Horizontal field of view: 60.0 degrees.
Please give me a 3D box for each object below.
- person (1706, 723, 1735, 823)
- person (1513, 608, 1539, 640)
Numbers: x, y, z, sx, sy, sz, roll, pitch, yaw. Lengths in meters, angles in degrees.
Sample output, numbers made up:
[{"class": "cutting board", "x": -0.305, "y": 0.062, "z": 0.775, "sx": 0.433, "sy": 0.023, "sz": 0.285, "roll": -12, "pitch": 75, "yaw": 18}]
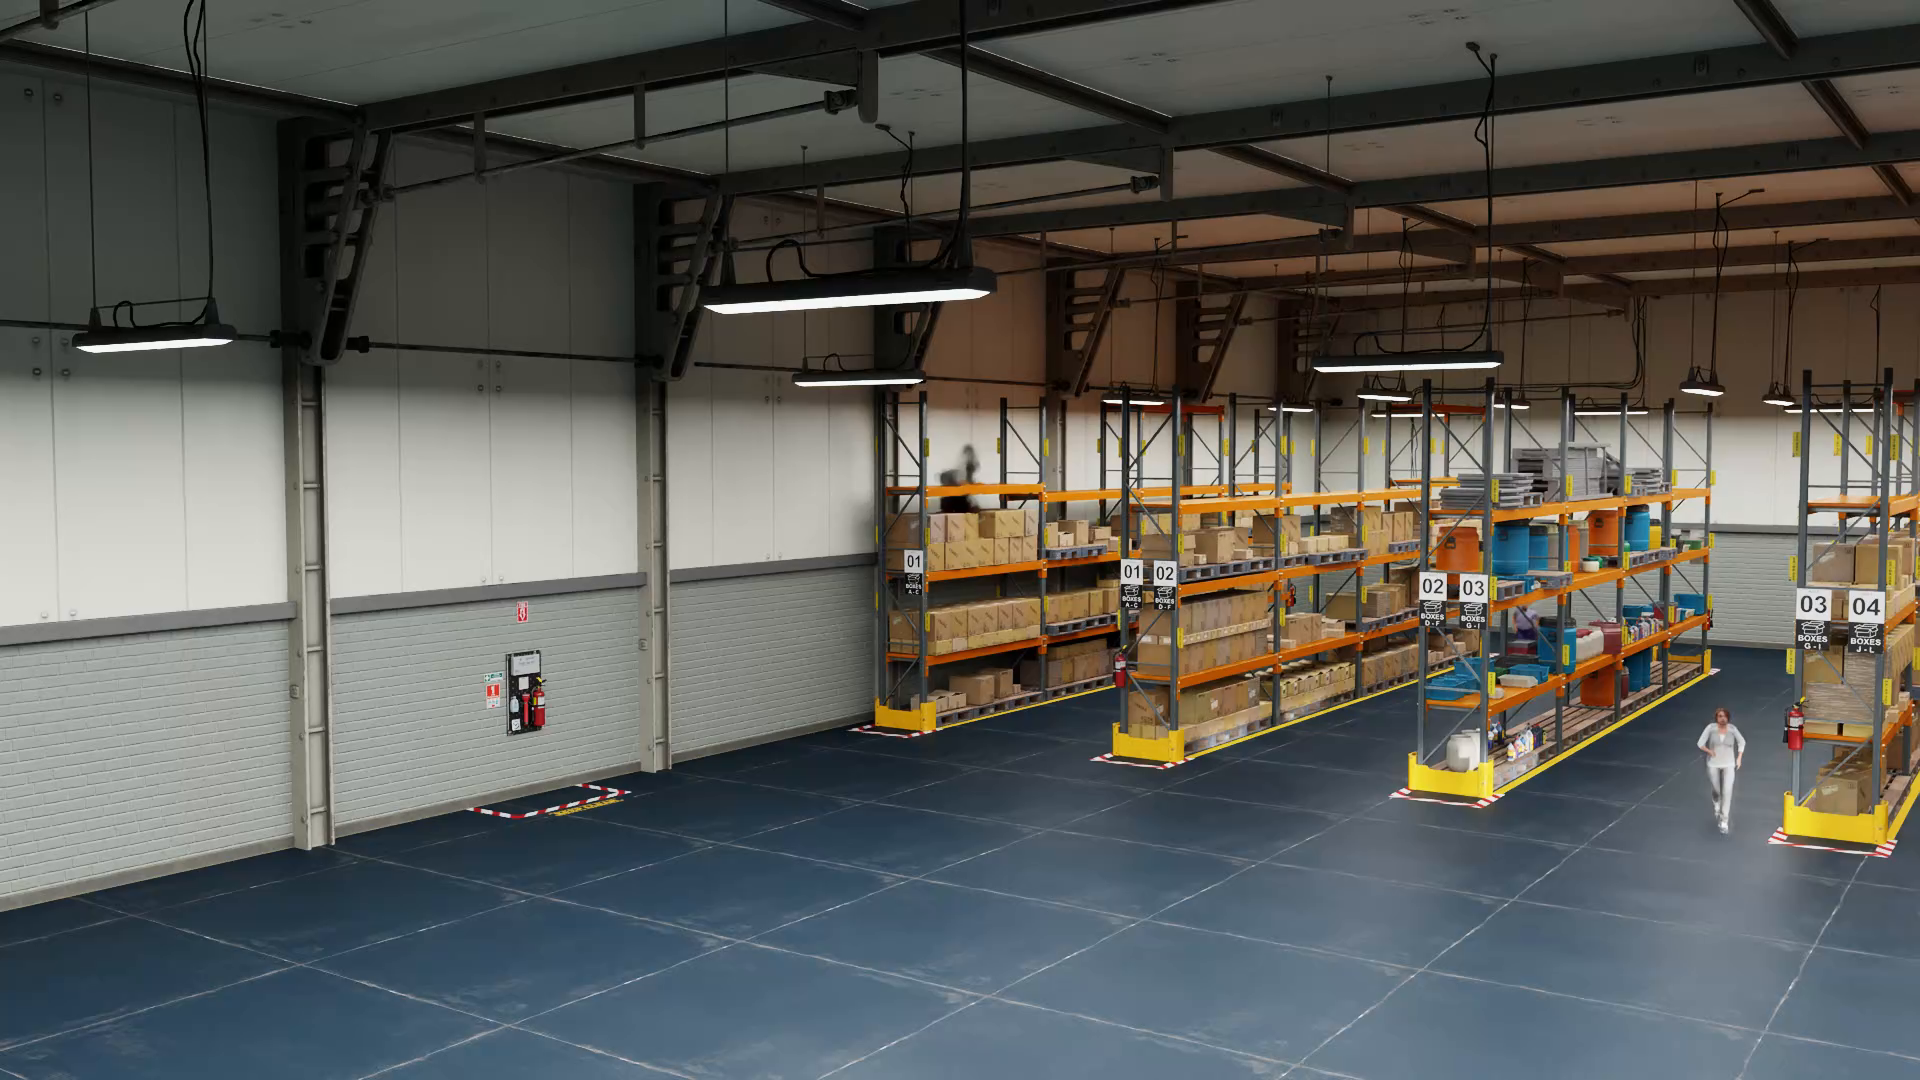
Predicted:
[{"class": "person", "x": 10.055, "y": 3.047, "z": 21.983, "sx": 0.347, "sy": 1.270, "sz": 0.681, "roll": 1, "pitch": 3, "yaw": 24}, {"class": "person", "x": 12.819, "y": 2.213, "z": 37.651, "sx": 0.575, "sy": 1.452, "sz": 0.853, "roll": 2, "pitch": 4, "yaw": 35}]
